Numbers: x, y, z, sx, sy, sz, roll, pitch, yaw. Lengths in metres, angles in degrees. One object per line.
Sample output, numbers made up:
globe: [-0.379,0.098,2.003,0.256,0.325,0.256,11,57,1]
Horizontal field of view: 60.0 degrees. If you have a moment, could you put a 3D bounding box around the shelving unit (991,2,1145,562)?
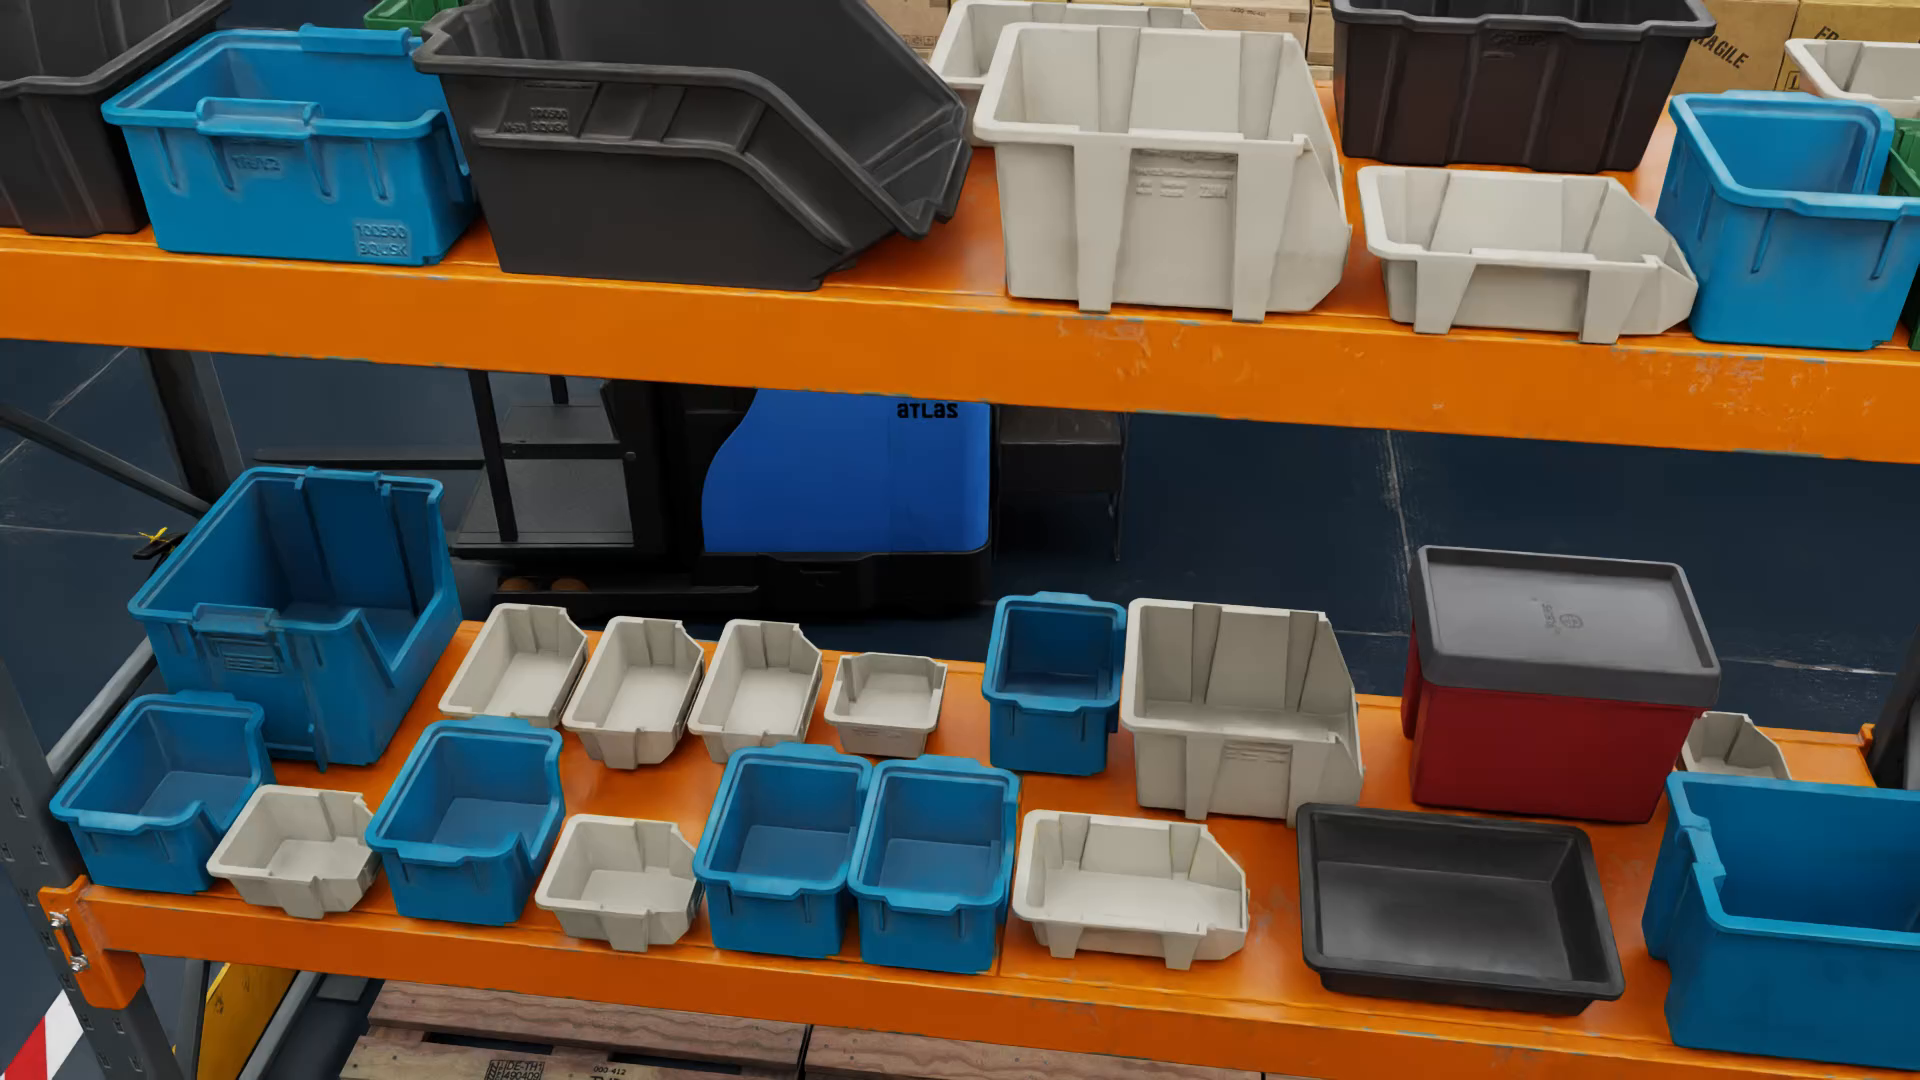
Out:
shelving unit: [0.383,-0.883,6.179,0.503,2.100,0.431,0,36,0]

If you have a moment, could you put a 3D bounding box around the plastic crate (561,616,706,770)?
plastic crate: [-0.737,0.358,3.841,0.243,0.136,0.396,4,36,6]

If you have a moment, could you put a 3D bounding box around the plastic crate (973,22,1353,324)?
plastic crate: [0.305,-0.541,2.446,0.530,0.282,0.437,4,36,6]

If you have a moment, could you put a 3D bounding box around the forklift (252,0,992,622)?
forklift: [-1.397,-1.190,5.895,3.031,2.935,1.130,0,36,0]

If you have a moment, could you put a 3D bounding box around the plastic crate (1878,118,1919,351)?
plastic crate: [1.654,-0.406,2.338,0.662,0.188,0.450,4,36,6]

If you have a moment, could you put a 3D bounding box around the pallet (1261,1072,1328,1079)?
pallet: [1.379,1.688,4.202,1.213,0.211,1.003,4,36,6]

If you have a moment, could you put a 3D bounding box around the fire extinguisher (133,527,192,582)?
fire extinguisher: [-1.946,0.200,4.276,0.183,0.674,0.296,4,36,6]

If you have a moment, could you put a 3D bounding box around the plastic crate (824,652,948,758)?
plastic crate: [-0.162,0.376,3.816,0.250,0.136,0.298,4,36,6]

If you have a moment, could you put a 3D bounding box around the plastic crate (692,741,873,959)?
plastic crate: [-0.346,0.639,3.365,0.300,0.233,0.416,4,36,6]

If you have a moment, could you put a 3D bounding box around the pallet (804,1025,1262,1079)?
pallet: [0.165,1.600,4.327,1.213,0.211,1.003,4,36,6]

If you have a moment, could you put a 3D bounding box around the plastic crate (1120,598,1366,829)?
plastic crate: [0.622,0.390,3.672,0.530,0.282,0.437,4,36,6]

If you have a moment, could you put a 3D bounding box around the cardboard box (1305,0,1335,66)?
cardboard box: [1.759,-2.247,7.189,0.500,0.250,0.500,5,36,7]

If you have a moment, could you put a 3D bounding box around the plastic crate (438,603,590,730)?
plastic crate: [-1.023,0.328,3.883,0.243,0.136,0.396,4,36,6]

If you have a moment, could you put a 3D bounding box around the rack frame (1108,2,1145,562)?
rack frame: [0.627,-0.883,6.180,0.015,2.100,0.400,0,36,0]

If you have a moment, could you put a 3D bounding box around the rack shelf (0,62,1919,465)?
rack shelf: [0.129,-0.491,2.892,4.000,0.370,1.077,4,36,6]

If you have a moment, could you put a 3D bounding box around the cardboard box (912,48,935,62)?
cardboard box: [-0.146,-2.190,7.453,0.250,0.149,0.380,4,36,5]

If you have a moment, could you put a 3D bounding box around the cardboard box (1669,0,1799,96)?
cardboard box: [3.168,-2.131,7.068,0.500,0.500,0.500,4,36,6]

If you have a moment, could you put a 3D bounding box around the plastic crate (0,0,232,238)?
plastic crate: [-1.508,-0.689,2.664,0.590,0.269,0.497,4,36,6]

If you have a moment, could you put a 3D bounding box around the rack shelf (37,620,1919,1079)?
rack shelf: [0.129,0.730,3.764,4.000,0.370,1.077,4,36,6]

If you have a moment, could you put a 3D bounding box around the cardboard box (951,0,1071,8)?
cardboard box: [0.232,-2.359,7.347,0.500,0.250,0.500,3,36,4]

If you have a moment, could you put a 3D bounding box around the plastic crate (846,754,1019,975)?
plastic crate: [-0.048,0.661,3.334,0.300,0.233,0.416,4,36,6]

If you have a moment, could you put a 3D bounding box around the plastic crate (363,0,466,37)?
plastic crate: [-0.840,-0.937,3.081,0.336,0.188,0.450,4,36,6]

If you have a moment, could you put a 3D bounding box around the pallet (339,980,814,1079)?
pallet: [-1.041,1.508,4.455,1.213,0.211,1.003,4,36,6]

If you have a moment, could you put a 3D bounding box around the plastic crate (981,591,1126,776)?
plastic crate: [0.215,0.337,3.787,0.300,0.233,0.416,4,36,6]

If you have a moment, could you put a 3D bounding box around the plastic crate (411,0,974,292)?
plastic crate: [-0.374,-0.635,2.529,0.767,0.338,0.504,4,36,6]

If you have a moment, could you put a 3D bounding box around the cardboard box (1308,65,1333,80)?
cardboard box: [1.635,-2.057,7.266,0.250,0.149,0.380,5,36,7]

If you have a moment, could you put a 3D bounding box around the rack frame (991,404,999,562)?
rack frame: [0.139,-0.882,6.179,0.015,2.100,0.400,0,36,0]

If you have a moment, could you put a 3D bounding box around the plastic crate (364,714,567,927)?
plastic crate: [-0.999,0.590,3.434,0.300,0.233,0.416,4,36,6]

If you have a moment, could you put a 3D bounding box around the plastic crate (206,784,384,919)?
plastic crate: [-1.344,0.652,3.430,0.298,0.136,0.250,4,36,6]

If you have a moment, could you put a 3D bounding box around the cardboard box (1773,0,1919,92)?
cardboard box: [3.667,-2.094,7.016,0.500,0.500,0.500,4,36,6]

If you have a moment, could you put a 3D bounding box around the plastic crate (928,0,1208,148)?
plastic crate: [0.227,-0.814,2.954,0.530,0.136,0.437,4,36,6]

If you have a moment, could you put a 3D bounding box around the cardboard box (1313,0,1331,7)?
cardboard box: [1.757,-2.553,6.973,0.500,0.500,0.500,5,36,6]

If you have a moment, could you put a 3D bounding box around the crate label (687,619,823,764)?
crate label: [-0.458,0.365,3.832,0.243,0.136,0.396,4,36,6]

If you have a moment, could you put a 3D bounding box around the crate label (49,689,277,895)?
crate label: [-1.651,0.541,3.502,0.303,0.233,0.416,4,36,6]

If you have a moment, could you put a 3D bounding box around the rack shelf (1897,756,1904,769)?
rack shelf: [4.097,1.026,3.349,4.000,0.370,1.077,4,36,6]

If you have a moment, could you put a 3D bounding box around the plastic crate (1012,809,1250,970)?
plastic crate: [0.348,0.713,3.345,0.466,0.136,0.293,4,36,6]

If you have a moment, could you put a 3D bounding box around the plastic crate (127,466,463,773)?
plastic crate: [-1.499,0.168,3.851,0.499,0.435,0.616,4,36,6]

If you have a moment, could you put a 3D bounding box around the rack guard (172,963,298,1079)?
rack guard: [-1.880,1.313,4.480,0.348,0.500,1.175,4,36,6]

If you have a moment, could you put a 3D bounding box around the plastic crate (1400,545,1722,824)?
plastic crate: [1.259,0.324,3.607,0.583,0.464,0.402,4,36,6]

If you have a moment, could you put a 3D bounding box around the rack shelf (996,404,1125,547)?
rack shelf: [0.383,-0.302,6.594,0.480,0.518,0.431,0,36,0]

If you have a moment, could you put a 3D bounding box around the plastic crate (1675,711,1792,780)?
plastic crate: [1.670,0.552,3.570,0.243,0.136,0.396,4,36,6]

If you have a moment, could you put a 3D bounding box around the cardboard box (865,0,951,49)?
cardboard box: [-0.265,-2.399,7.402,0.500,0.250,0.500,4,36,5]

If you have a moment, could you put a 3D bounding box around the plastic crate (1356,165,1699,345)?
plastic crate: [0.803,-0.403,2.377,0.466,0.136,0.293,4,36,6]

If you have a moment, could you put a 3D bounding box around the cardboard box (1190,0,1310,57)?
cardboard box: [1.253,-2.284,7.242,0.500,0.250,0.500,5,36,7]

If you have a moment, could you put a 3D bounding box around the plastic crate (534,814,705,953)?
plastic crate: [-0.671,0.702,3.360,0.298,0.136,0.250,4,36,6]

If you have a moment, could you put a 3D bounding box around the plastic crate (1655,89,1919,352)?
plastic crate: [1.169,-0.451,2.361,0.300,0.233,0.416,4,36,6]

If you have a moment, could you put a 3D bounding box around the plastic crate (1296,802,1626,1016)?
plastic crate: [0.969,0.745,3.309,0.590,0.125,0.437,4,36,6]

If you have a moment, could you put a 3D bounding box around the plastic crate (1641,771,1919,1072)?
plastic crate: [1.606,0.730,3.108,0.575,0.384,0.392,4,36,6]

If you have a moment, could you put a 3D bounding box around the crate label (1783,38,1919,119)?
crate label: [1.664,-0.731,2.837,0.466,0.136,0.293,4,36,6]

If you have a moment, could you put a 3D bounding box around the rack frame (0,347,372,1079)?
rack frame: [-1.854,0.290,3.762,0.127,3.000,1.000,4,36,6]

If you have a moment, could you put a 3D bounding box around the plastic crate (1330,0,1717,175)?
plastic crate: [0.916,-0.832,2.864,0.590,0.269,0.497,4,36,6]

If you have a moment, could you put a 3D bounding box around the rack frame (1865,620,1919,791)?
rack frame: [2.113,0.584,3.350,0.053,2.616,0.949,4,36,6]

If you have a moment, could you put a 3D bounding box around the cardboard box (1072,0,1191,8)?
cardboard box: [0.751,-2.324,7.297,0.500,0.250,0.500,4,36,5]

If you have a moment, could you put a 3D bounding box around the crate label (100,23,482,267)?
crate label: [-0.980,-0.616,2.577,0.502,0.251,0.408,4,36,6]
